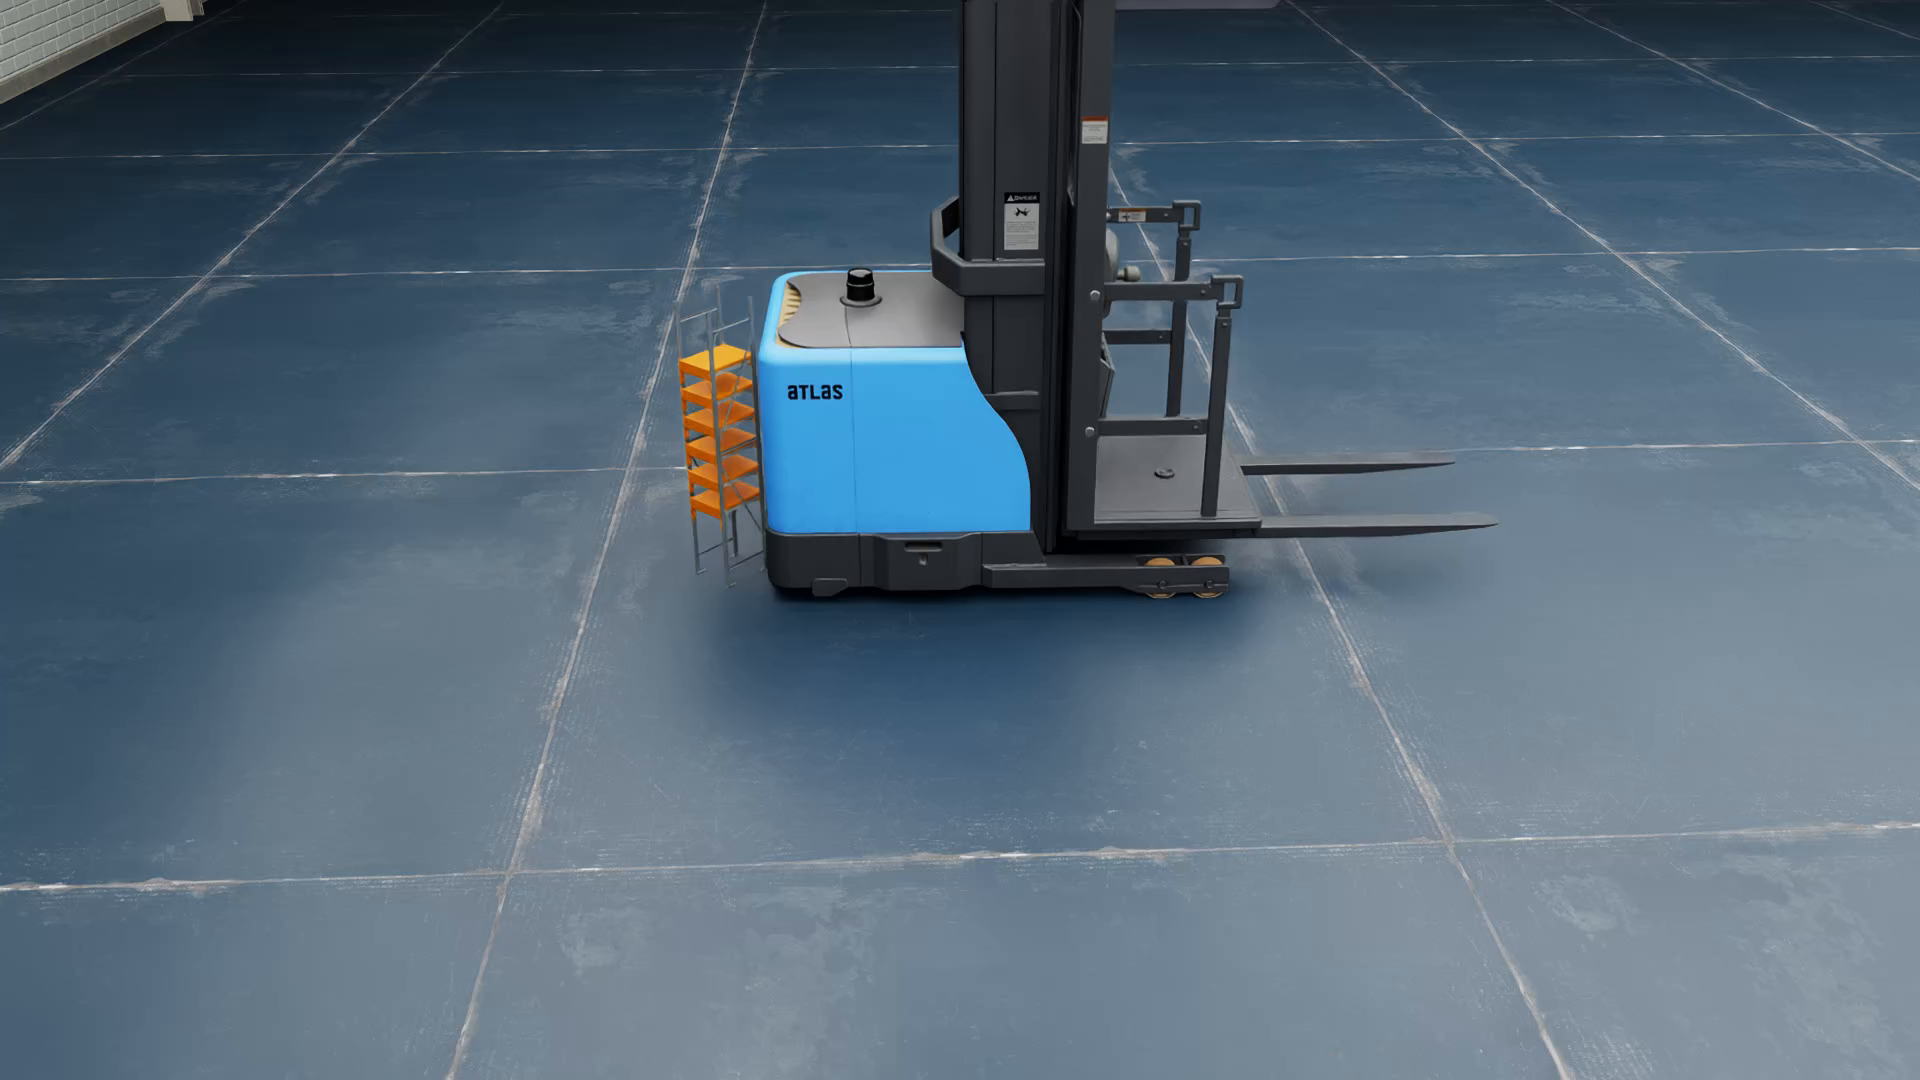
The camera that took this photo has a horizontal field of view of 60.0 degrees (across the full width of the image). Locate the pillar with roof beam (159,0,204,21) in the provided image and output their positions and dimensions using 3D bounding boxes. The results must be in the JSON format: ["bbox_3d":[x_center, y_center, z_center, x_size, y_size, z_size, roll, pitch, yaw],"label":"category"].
[{"bbox_3d":[-4.209,-9.821,16.348,9.100,9.000,0.400,-1,28,-3],"label":"pillar with roof beam"}]

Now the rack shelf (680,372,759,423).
[{"bbox_3d":[-0.958,-0.576,6.633,0.180,0.103,0.258,21,34,34],"label":"rack shelf"}]

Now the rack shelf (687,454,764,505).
[{"bbox_3d":[-0.958,-0.256,6.800,0.180,0.103,0.258,21,34,34],"label":"rack shelf"}]

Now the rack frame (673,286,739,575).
[{"bbox_3d":[-1.029,-0.429,6.775,0.006,1.200,0.240,21,34,34],"label":"rack frame"}]

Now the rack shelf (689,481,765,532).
[{"bbox_3d":[-0.958,-0.150,6.855,0.180,0.103,0.258,21,34,34],"label":"rack shelf"}]

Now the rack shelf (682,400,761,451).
[{"bbox_3d":[-0.958,-0.469,6.689,0.180,0.103,0.258,21,34,34],"label":"rack shelf"}]

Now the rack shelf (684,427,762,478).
[{"bbox_3d":[-0.958,-0.363,6.744,0.180,0.103,0.258,21,34,34],"label":"rack shelf"}]

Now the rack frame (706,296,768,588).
[{"bbox_3d":[-0.888,-0.375,6.672,0.006,1.200,0.240,21,34,34],"label":"rack frame"}]

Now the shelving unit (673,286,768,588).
[{"bbox_3d":[-0.958,-0.402,6.724,0.189,1.200,0.258,21,34,34],"label":"shelving unit"}]

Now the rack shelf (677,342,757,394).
[{"bbox_3d":[-0.958,-0.682,6.578,0.180,0.103,0.258,21,34,34],"label":"rack shelf"}]

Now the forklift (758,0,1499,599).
[{"bbox_3d":[0.716,-1.303,6.580,3.031,2.935,1.130,-1,28,-2],"label":"forklift"}]
